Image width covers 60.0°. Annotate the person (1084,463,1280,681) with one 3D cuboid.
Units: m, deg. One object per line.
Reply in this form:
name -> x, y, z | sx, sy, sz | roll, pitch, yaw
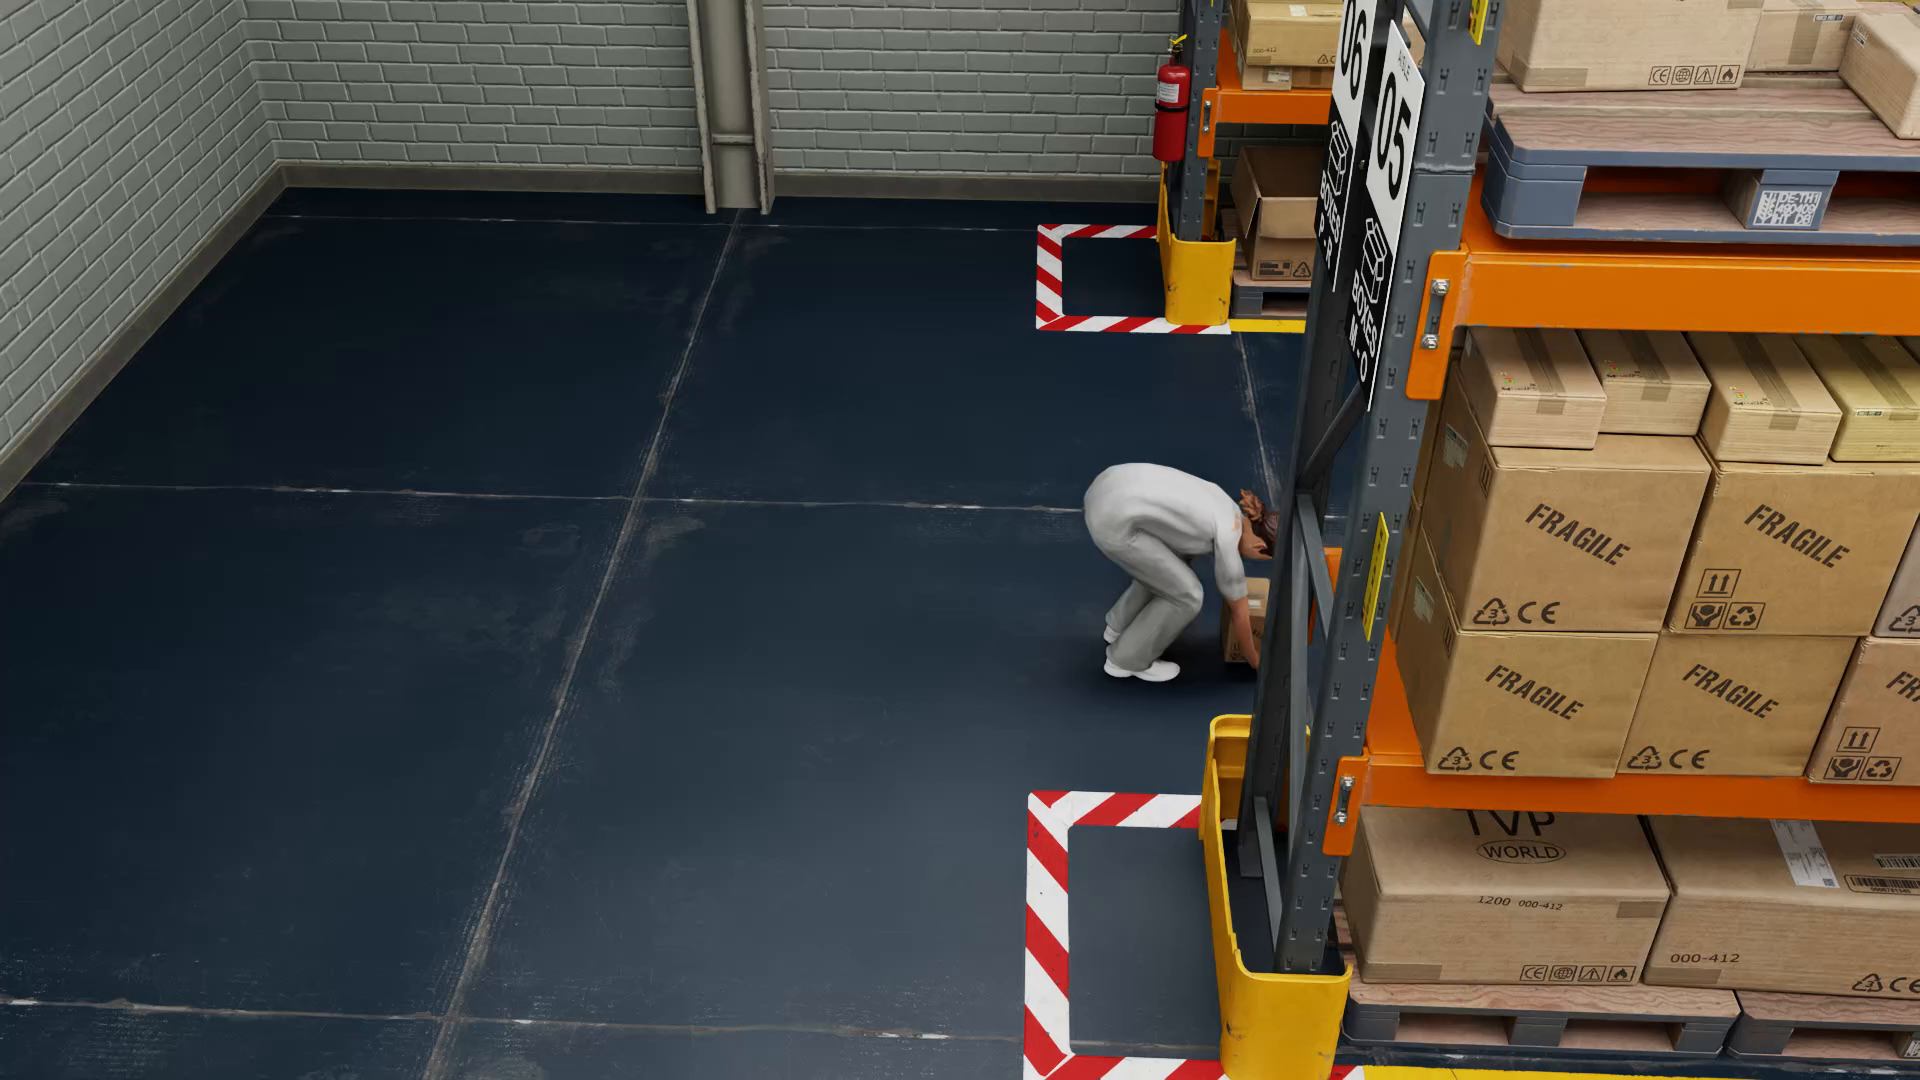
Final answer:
person -> 0.908, 0.135, 6.661 | 0.849, 0.854, 0.468 | 0, 36, 0
